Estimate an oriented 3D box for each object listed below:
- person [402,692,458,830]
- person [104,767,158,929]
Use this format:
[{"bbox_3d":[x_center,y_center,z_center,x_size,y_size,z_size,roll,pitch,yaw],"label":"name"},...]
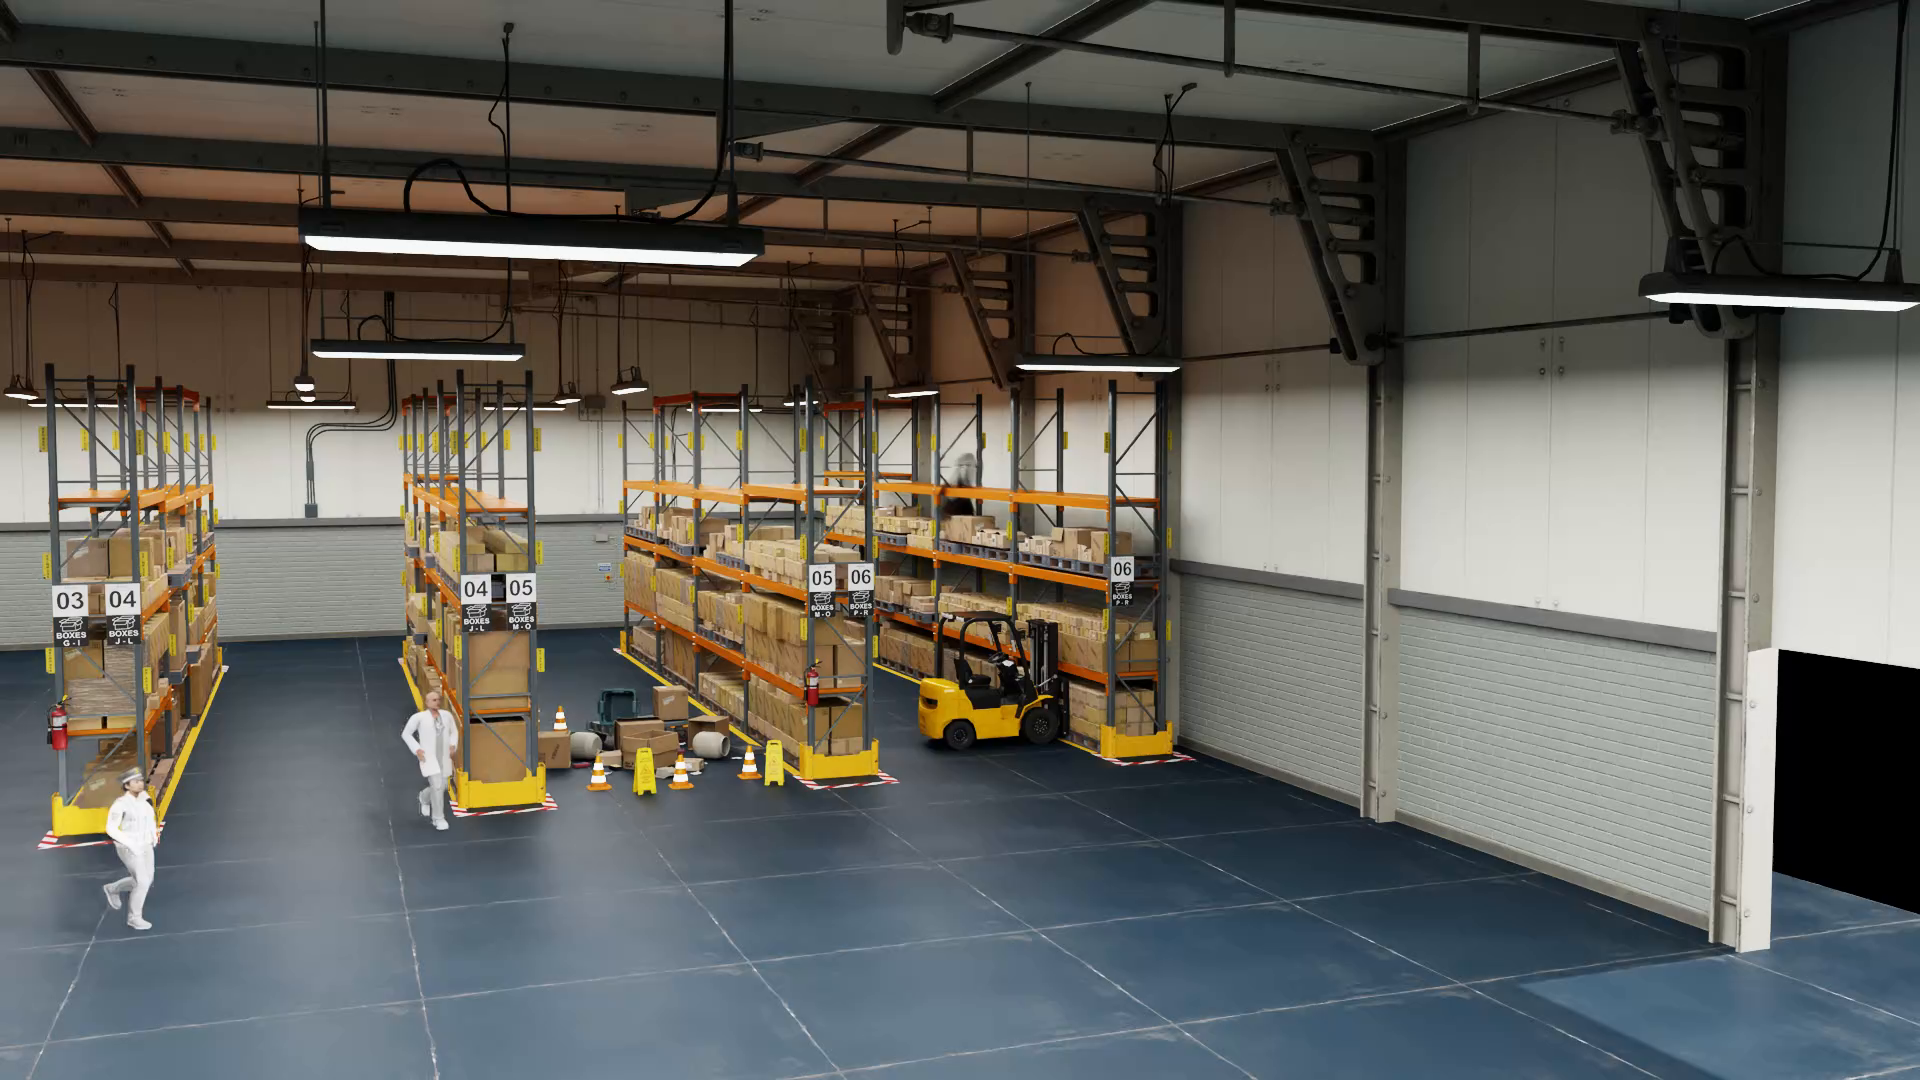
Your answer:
[{"bbox_3d":[-6.900,2.856,21.751,0.861,1.753,0.729,3,5,44],"label":"person"},{"bbox_3d":[-8.625,3.172,17.232,0.621,1.681,0.626,1,3,15],"label":"person"}]
